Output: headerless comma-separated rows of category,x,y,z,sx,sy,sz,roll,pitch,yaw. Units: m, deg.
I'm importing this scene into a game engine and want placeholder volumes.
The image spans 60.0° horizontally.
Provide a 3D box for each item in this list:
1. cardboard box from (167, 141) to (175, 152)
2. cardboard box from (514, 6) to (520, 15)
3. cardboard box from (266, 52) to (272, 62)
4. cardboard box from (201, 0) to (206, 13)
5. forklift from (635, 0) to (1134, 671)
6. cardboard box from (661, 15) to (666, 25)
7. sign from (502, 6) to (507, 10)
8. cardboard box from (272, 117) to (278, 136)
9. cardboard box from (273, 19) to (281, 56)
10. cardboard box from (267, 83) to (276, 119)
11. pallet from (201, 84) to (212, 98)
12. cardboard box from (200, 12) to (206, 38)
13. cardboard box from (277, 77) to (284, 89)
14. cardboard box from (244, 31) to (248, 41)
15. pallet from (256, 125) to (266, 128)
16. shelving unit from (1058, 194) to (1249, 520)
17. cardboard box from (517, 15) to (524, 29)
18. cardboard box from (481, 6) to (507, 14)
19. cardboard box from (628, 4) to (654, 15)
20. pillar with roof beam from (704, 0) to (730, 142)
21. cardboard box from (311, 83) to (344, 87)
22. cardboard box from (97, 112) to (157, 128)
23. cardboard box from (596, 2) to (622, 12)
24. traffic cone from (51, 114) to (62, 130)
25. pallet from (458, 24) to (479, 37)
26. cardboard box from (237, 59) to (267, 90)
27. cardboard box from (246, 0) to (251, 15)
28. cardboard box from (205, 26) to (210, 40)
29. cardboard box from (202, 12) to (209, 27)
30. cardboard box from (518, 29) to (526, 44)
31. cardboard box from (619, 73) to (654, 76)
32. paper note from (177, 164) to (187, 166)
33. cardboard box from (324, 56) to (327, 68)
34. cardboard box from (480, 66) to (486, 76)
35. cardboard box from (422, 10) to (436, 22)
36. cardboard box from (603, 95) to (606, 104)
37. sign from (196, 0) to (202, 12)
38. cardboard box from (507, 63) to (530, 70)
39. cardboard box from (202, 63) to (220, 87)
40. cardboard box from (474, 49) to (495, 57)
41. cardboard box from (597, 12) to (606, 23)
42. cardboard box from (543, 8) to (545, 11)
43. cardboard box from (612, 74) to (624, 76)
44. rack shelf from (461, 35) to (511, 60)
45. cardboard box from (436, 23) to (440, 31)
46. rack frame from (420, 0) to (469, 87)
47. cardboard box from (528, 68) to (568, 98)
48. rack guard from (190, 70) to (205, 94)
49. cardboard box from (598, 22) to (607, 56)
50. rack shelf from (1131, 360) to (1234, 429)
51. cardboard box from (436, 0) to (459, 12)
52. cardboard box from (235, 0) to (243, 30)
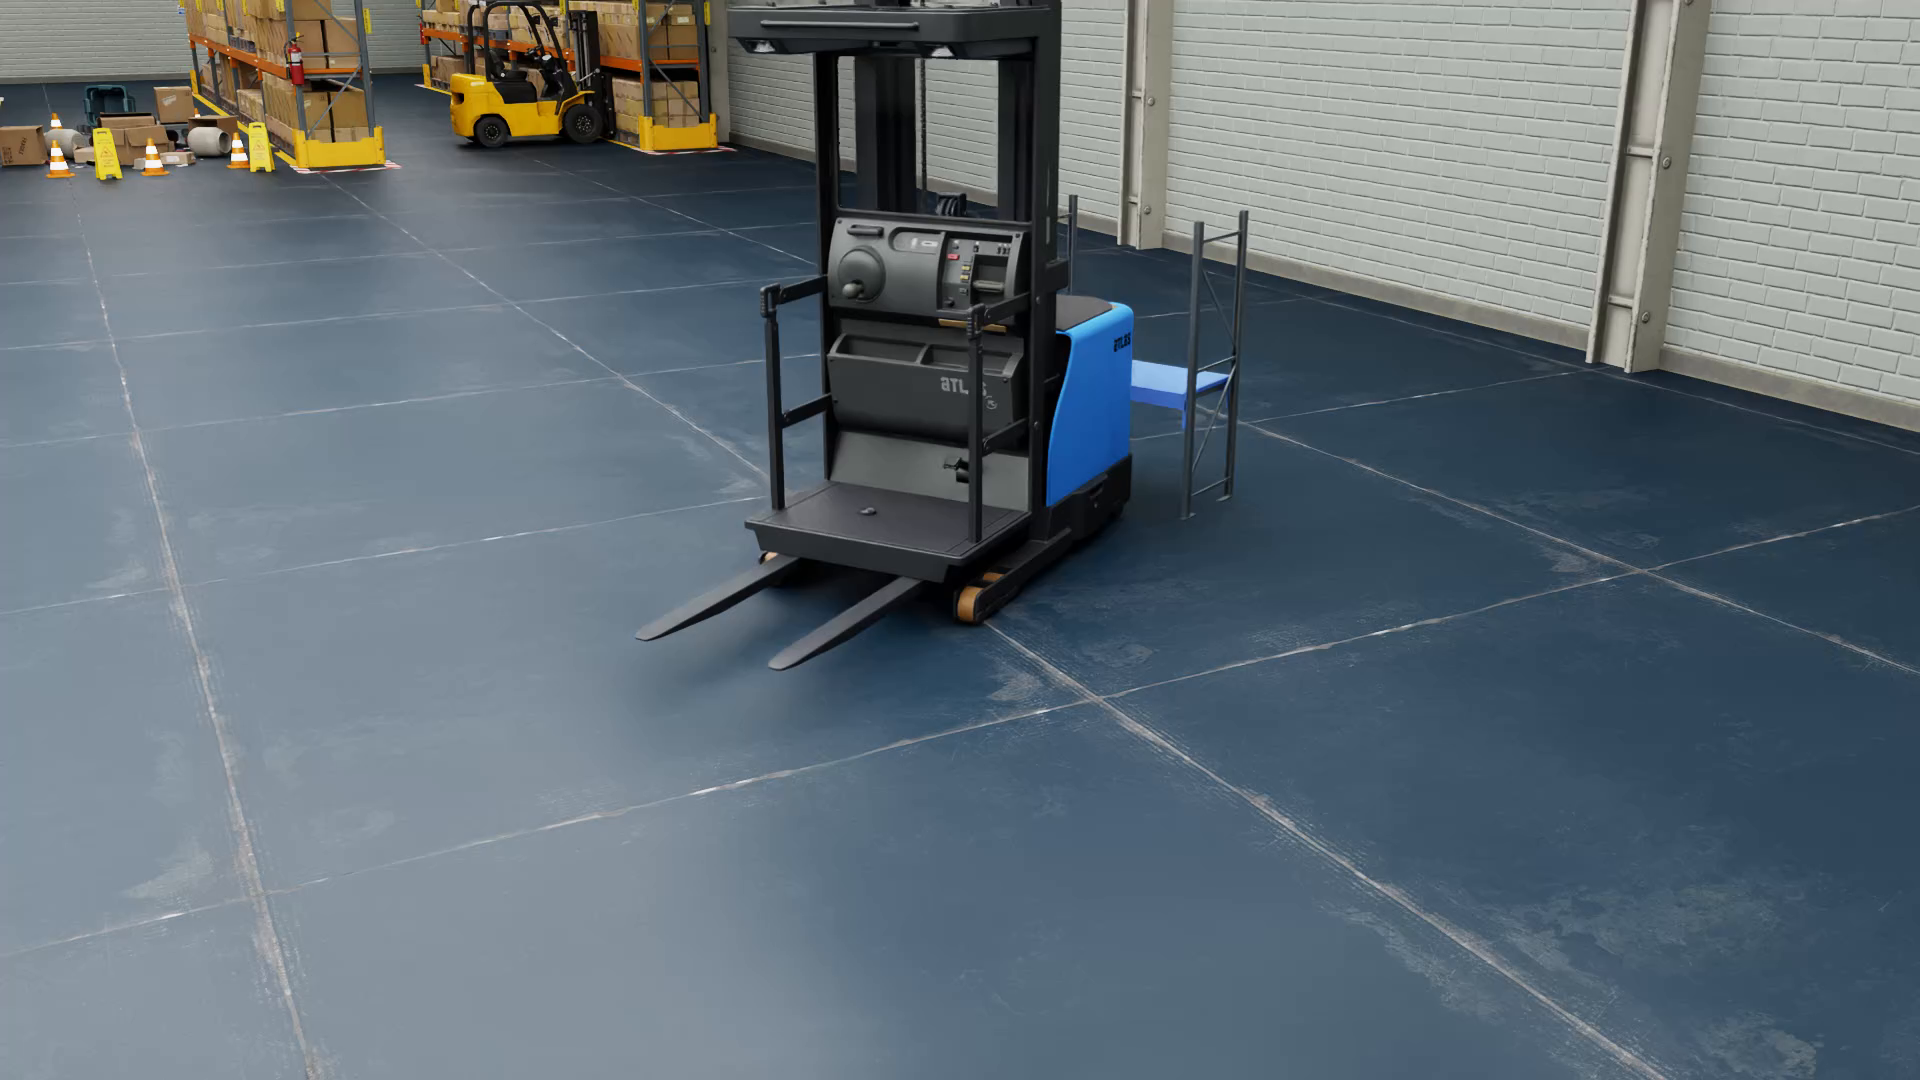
cardboard box,-12.115,-5.998,25.106,0.396,0.266,0.258,7,20,20
cardboard box,-8.126,-9.915,31.119,0.380,0.149,0.250,-9,21,-25
cardboard box,-10.147,-7.229,24.867,0.380,0.149,0.250,-10,21,-26
cardboard box,-14.456,-10.502,32.282,0.500,0.500,0.500,-10,21,-26
forklift,-0.253,-1.189,7.085,1.130,2.935,3.031,10,21,26
cardboard box,-4.453,-8.031,25.658,0.380,0.149,0.250,-10,21,-27
sign,-8.619,-10.198,31.432,0.100,0.325,0.005,-10,21,-27
cardboard box,-10.307,-6.392,25.630,0.500,0.250,0.500,-9,21,-24
cardboard box,-9.448,-7.154,23.655,0.500,0.500,0.500,-10,21,-27
cardboard box,-10.306,-6.747,25.507,0.500,0.500,0.500,-9,21,-24
pallet,-15.863,-9.766,36.109,1.003,0.211,1.213,-10,21,-27
cardboard box,-14.857,-10.294,33.211,0.500,0.500,0.500,-10,21,-26
cardboard box,-9.797,-6.701,24.380,0.380,0.149,0.250,-9,21,-24
cardboard box,-11.488,-8.261,27.214,0.380,0.149,0.250,-10,21,-26
pallet,-10.984,-6.762,27.403,1.003,0.211,1.213,-10,21,-27
shelving unit,0.874,-0.975,8.658,1.048,1.500,0.538,14,23,35
cardboard box,-7.914,-9.631,30.907,0.500,0.250,0.500,-9,21,-25
cardboard box,-9.084,-10.462,33.049,0.797,0.503,0.637,-11,22,-28
cardboard box,-4.847,-8.109,25.428,0.380,0.149,0.250,-10,21,-27
pillar with roof beam,-7.673,-9.987,23.277,9.100,9.000,0.400,-10,21,-27
cardboard box,-9.610,-6.689,25.341,0.500,0.500,0.500,-9,21,-24
cardboard box,-12.227,-5.972,24.457,0.797,0.637,0.503,-10,21,-27
cardboard box,-5.675,-8.626,26.927,0.380,0.149,0.250,-10,21,-27
traffic cone,-14.229,-6.480,26.202,0.336,0.463,0.334,-10,21,-27
pallet,-9.762,-10.586,34.505,1.003,0.211,1.213,-10,21,-27
cardboard box,-12.767,-8.410,30.519,0.875,0.875,0.875,-10,22,-27
cardboard box,-10.595,-8.357,25.610,0.700,0.500,0.500,-10,22,-27
cardboard box,-14.435,-9.915,32.496,0.500,0.250,0.500,-11,22,-28
cardboard box,-14.451,-10.148,32.407,0.500,0.250,0.500,-11,22,-28
cardboard box,-7.916,-9.393,30.985,0.500,0.250,0.500,-10,22,-28
cardboard box,-5.360,-7.596,27.585,0.500,0.250,0.500,-10,21,-26
paper note,-10.914,-5.268,23.350,0.142,0.019,0.148,16,25,39
cardboard box,-8.825,-6.789,23.593,0.380,0.149,0.250,-10,21,-26
cardboard box,-9.519,-9.471,34.168,0.500,0.500,0.500,-11,22,-28
cardboard box,-11.967,-11.969,37.993,0.500,0.250,0.500,-10,21,-26
cardboard box,-5.580,-7.139,27.028,0.500,0.250,0.500,-10,21,-27
sign,-14.900,-10.513,32.552,0.100,0.325,0.005,-10,21,-27
cardboard box,-8.603,-9.201,32.390,0.380,0.149,0.250,-11,22,-29
cardboard box,-15.910,-10.115,36.129,0.875,0.438,0.875,-11,22,-28
cardboard box,-9.944,-10.176,34.760,0.380,0.149,0.250,-11,22,-29
cardboard box,-5.610,-8.401,26.731,0.380,0.149,0.250,-10,22,-28
cardboard box,-7.237,-9.406,29.644,0.380,0.149,0.250,-10,21,-26
cardboard box,-5.813,-7.521,27.367,0.500,0.250,0.500,-9,21,-25
rack shelf,-9.096,-10.009,33.641,1.077,0.370,4.000,-10,21,-27
cardboard box,-11.462,-11.438,37.066,0.380,0.149,0.250,-11,22,-28
rack frame,-11.945,-12.071,38.515,1.000,3.000,0.127,-10,21,-27
cardboard box,-7.545,-8.483,31.114,0.875,0.625,0.625,-9,21,-25
rack guard,-16.323,-10.127,36.712,1.175,0.500,0.348,-10,21,-27
cardboard box,-5.542,-8.066,26.755,0.500,0.500,0.500,-10,21,-26
rack shelf,0.874,-0.805,8.717,1.000,0.185,0.538,14,23,35
cardboard box,-11.254,-11.893,36.623,0.500,0.500,0.500,-9,21,-25
cardboard box,-11.760,-8.781,27.728,0.500,0.500,0.500,-11,22,-29
